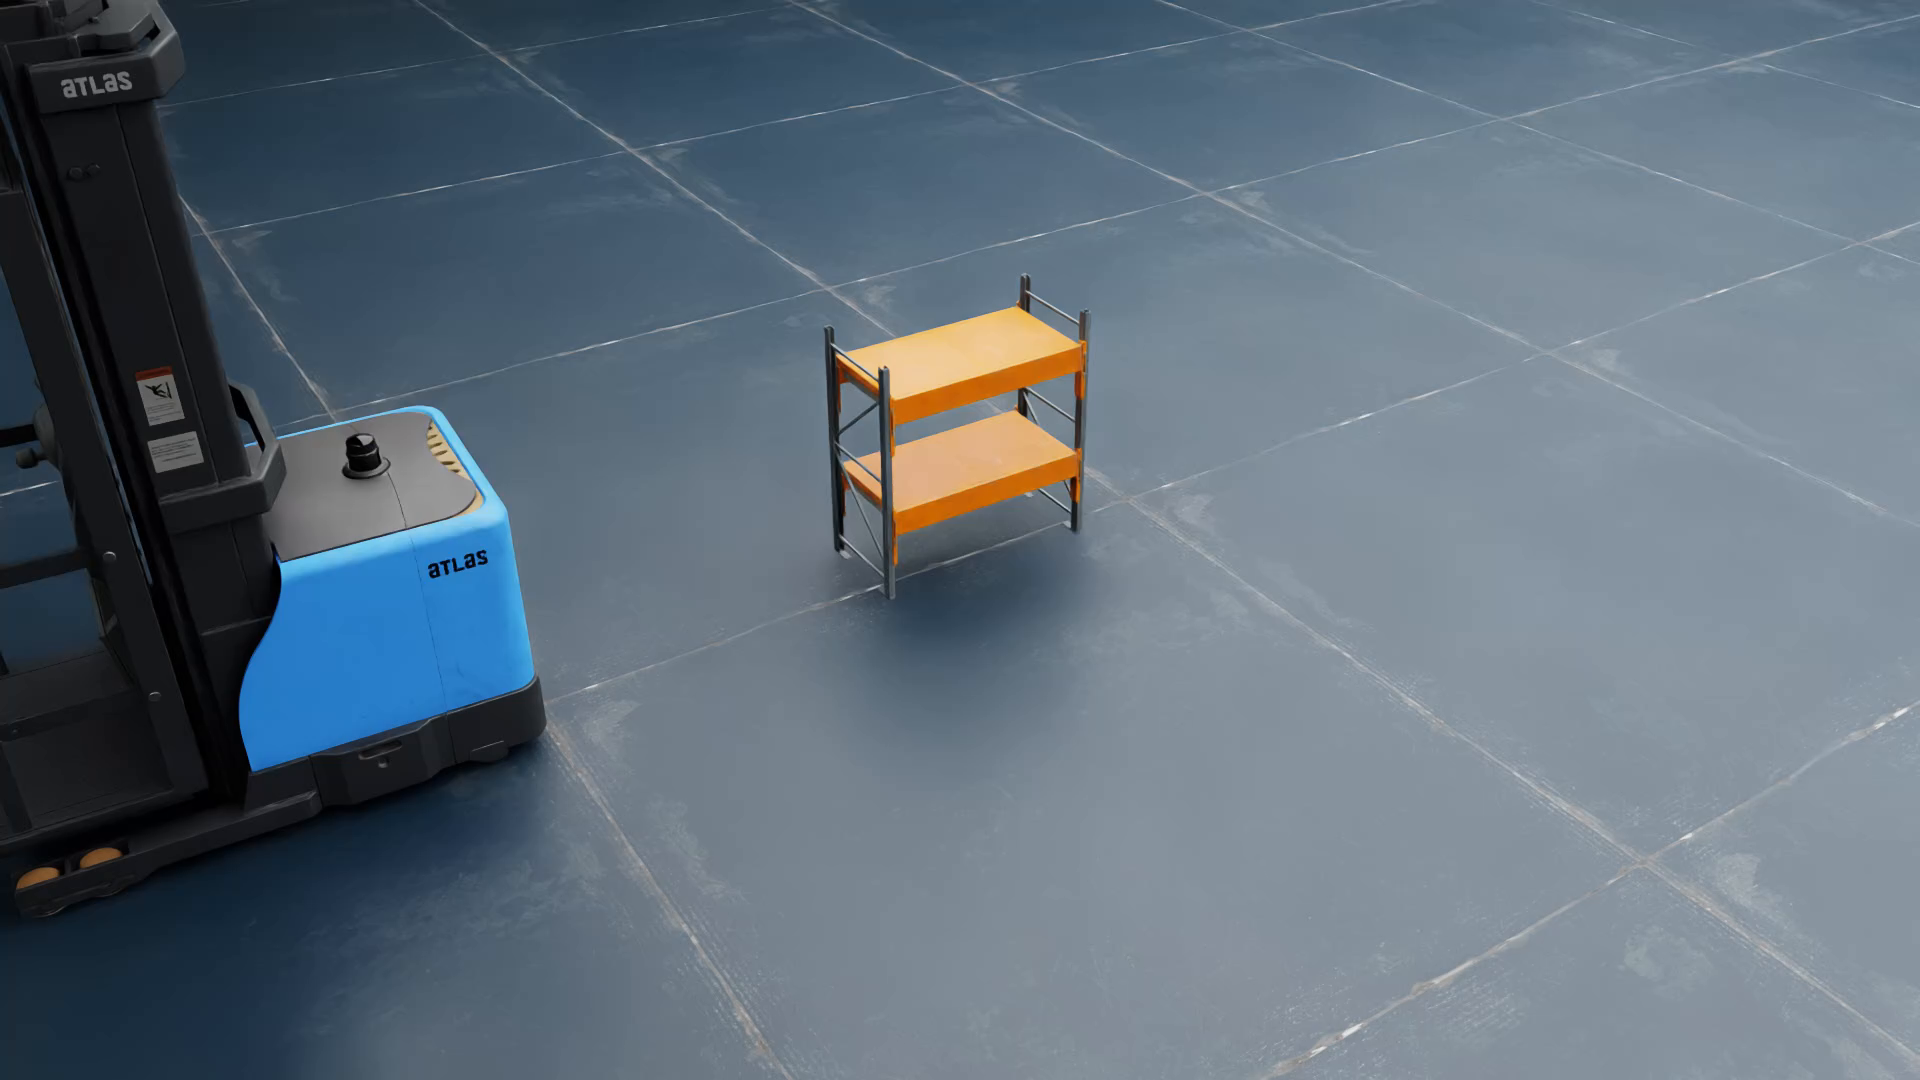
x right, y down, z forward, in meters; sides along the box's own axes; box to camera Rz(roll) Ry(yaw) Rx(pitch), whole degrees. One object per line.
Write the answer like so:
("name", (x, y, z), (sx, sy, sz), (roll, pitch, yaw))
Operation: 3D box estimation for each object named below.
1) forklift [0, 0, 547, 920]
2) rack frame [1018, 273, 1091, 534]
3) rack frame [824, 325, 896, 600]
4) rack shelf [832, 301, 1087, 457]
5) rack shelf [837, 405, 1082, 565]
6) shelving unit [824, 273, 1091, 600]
("forklift", (-3.145, -0.272, 5.433), (3.031, 2.935, 1.130), (-17, 36, -25))
("rack frame", (0.422, -0.621, 7.680), (0.032, 1.125, 0.500), (-19, 37, -27))
("rack frame", (-0.433, -0.327, 7.214), (0.032, 1.125, 0.500), (-19, 37, -27))
("rack shelf", (-0.006, -0.721, 7.291), (1.000, 0.278, 0.538), (-19, 37, -27))
("rack shelf", (-0.006, -0.267, 7.577), (1.000, 0.278, 0.538), (-19, 37, -27))
("shelving unit", (-0.006, -0.474, 7.447), (1.048, 1.125, 0.538), (-19, 37, -27))
